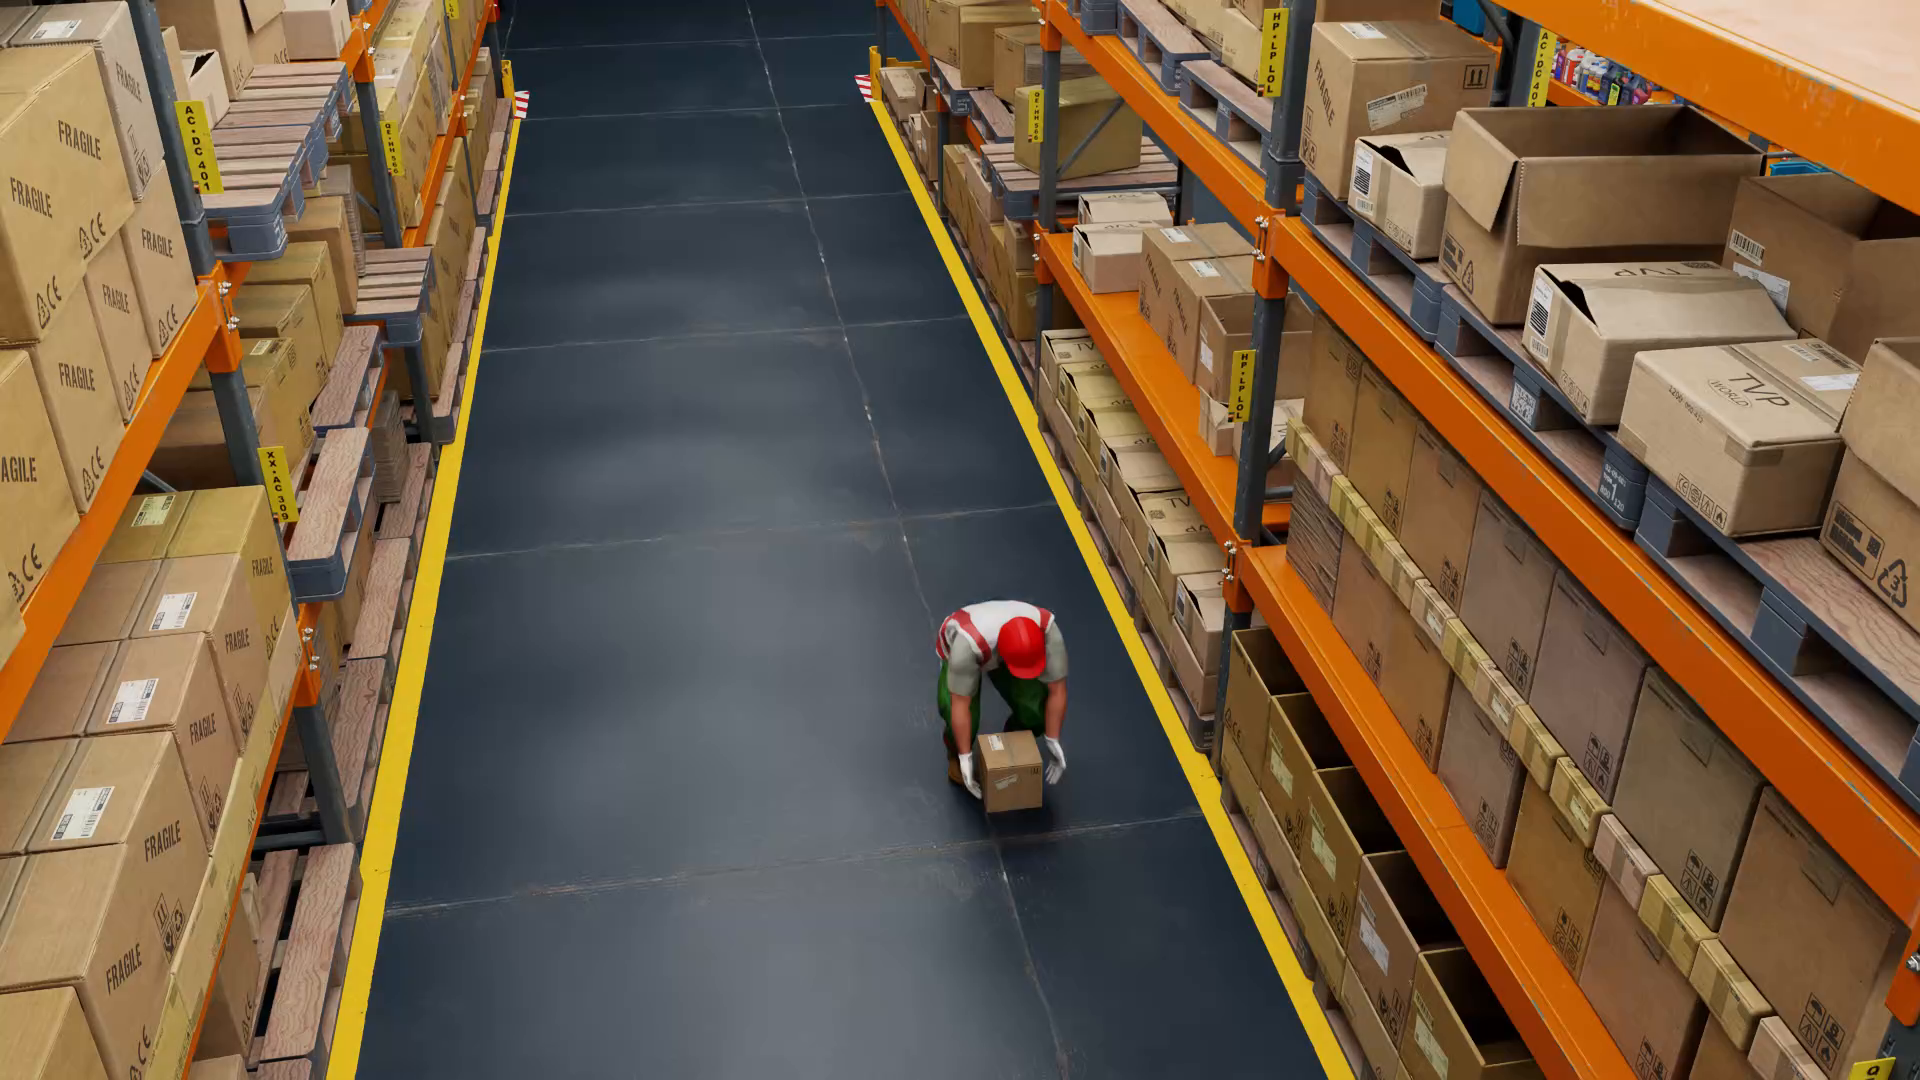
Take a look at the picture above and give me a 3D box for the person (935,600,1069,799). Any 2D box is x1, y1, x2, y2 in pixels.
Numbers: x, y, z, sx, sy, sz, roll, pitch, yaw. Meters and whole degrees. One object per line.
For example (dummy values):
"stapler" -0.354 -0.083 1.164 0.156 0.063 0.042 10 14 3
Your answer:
"person" 0.184 0.664 7.675 0.580 1.093 0.858 -5 31 -9
